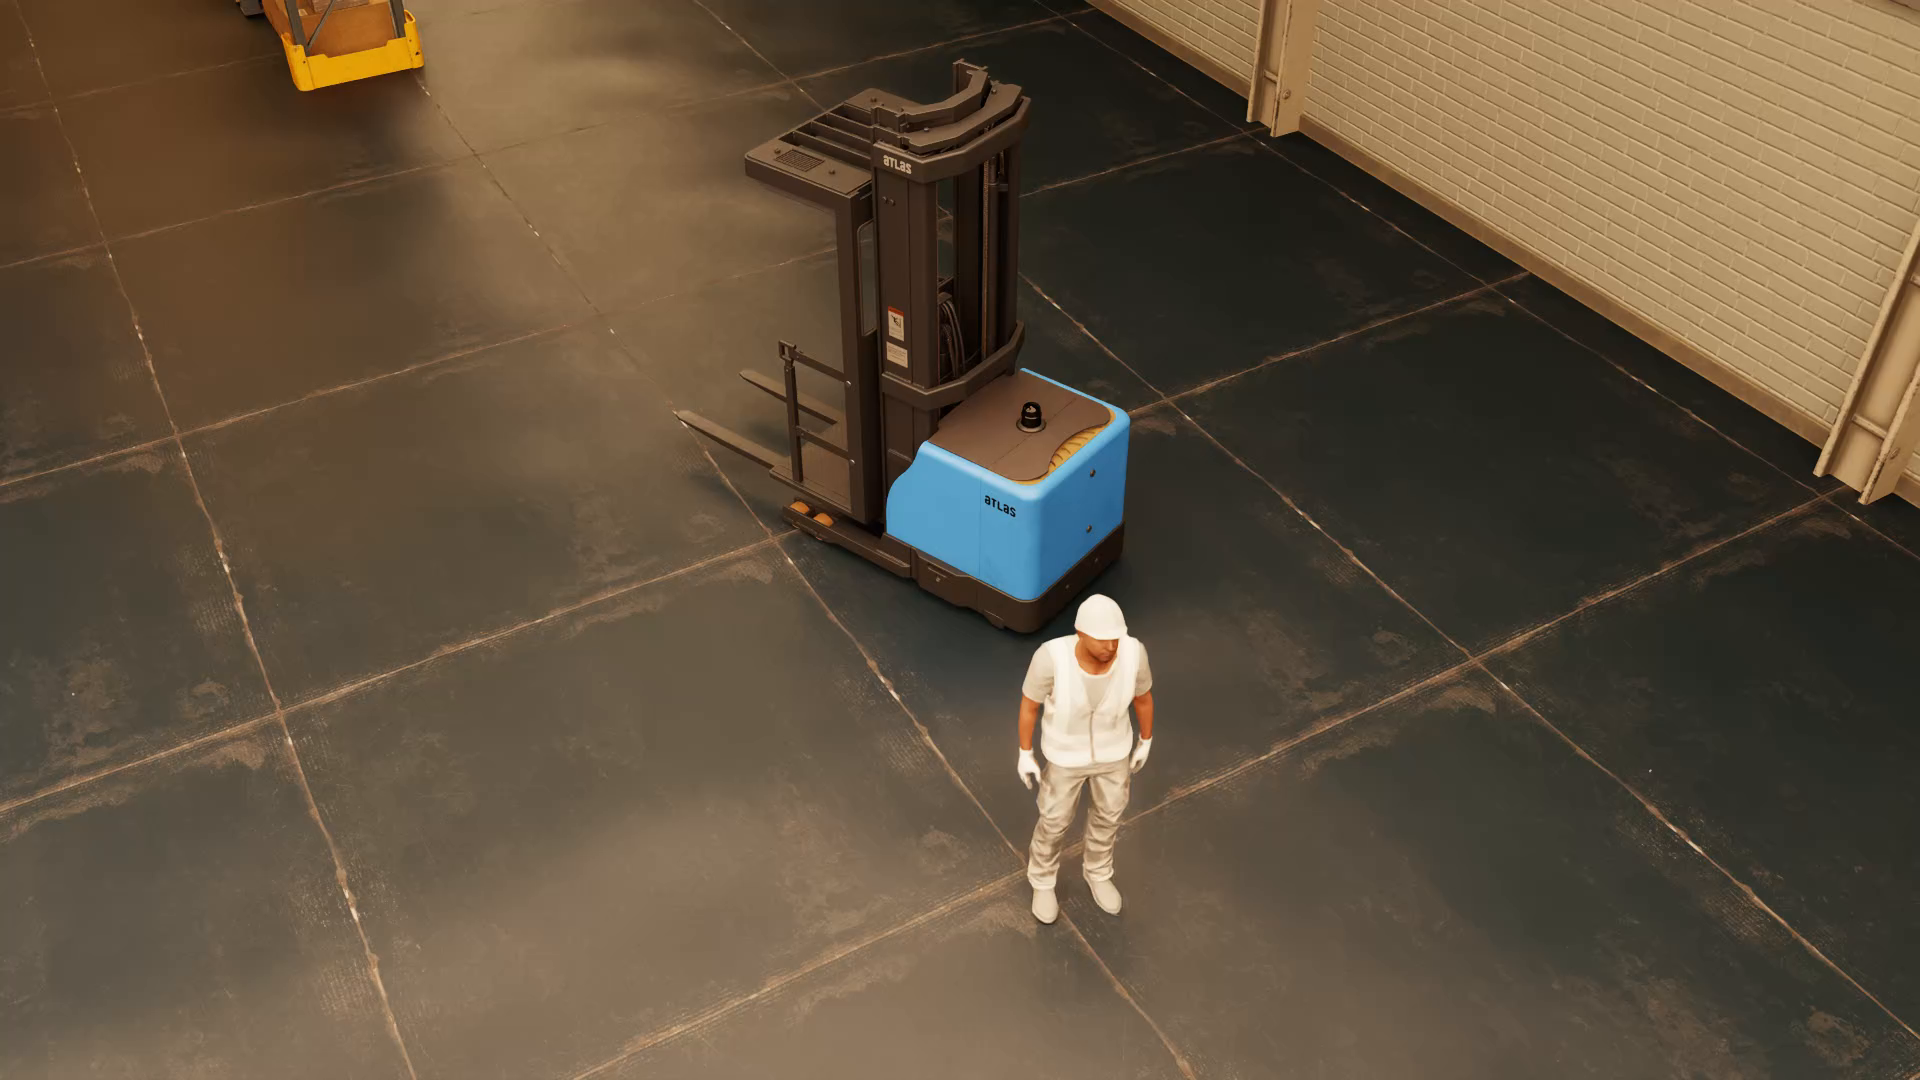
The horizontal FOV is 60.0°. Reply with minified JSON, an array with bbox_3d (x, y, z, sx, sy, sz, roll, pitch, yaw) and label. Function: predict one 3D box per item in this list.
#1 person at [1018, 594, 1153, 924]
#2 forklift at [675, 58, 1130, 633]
[{"bbox_3d":[0.591,1.014,7.718,0.650,1.795,0.503,-6,40,-7],"label":"person"},{"bbox_3d":[-0.481,-1.366,9.683,3.031,2.935,1.130,26,46,28],"label":"forklift"}]
